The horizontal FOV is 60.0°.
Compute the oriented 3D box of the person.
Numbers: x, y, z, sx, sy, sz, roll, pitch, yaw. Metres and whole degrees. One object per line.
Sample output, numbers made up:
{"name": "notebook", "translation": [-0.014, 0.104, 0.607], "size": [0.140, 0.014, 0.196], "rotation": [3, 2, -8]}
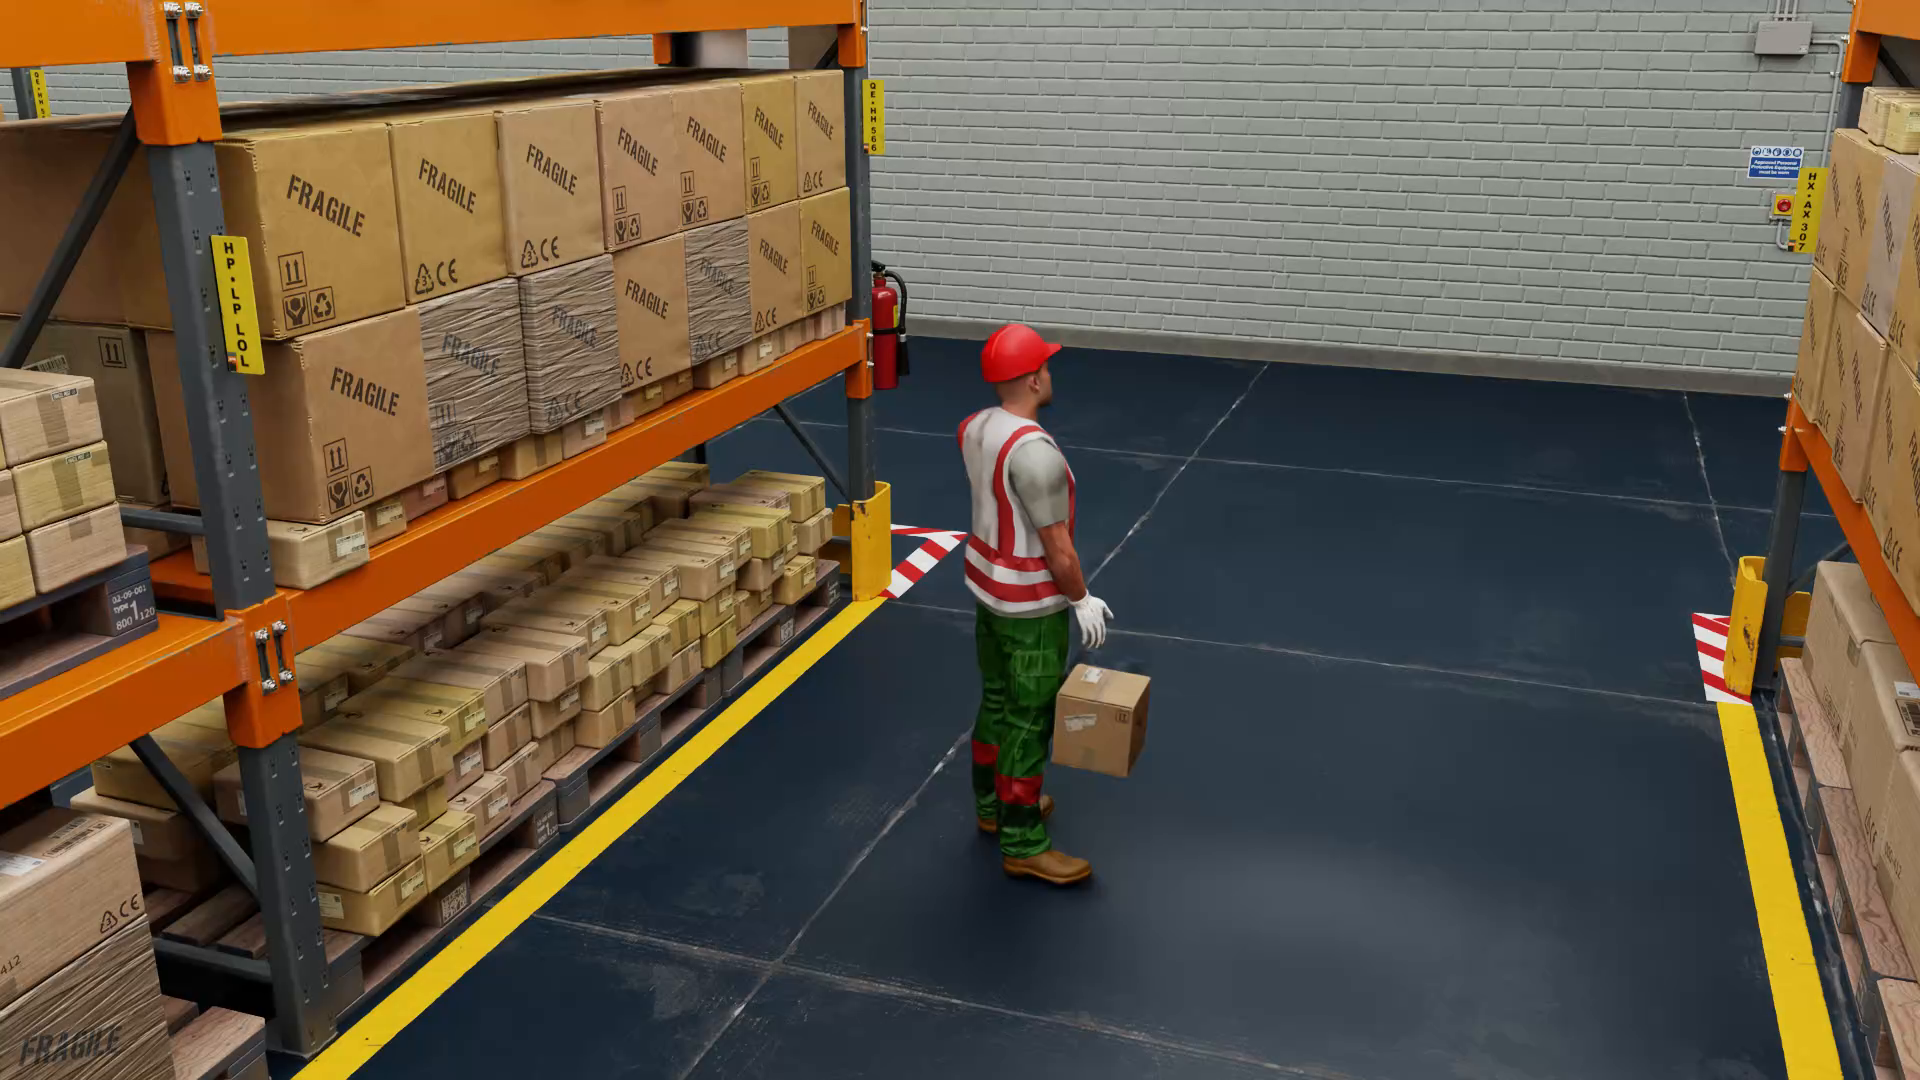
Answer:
{"name": "person", "translation": [0.228, 0.186, 5.385], "size": [0.400, 1.798, 0.614], "rotation": [-8, 20, -22]}
